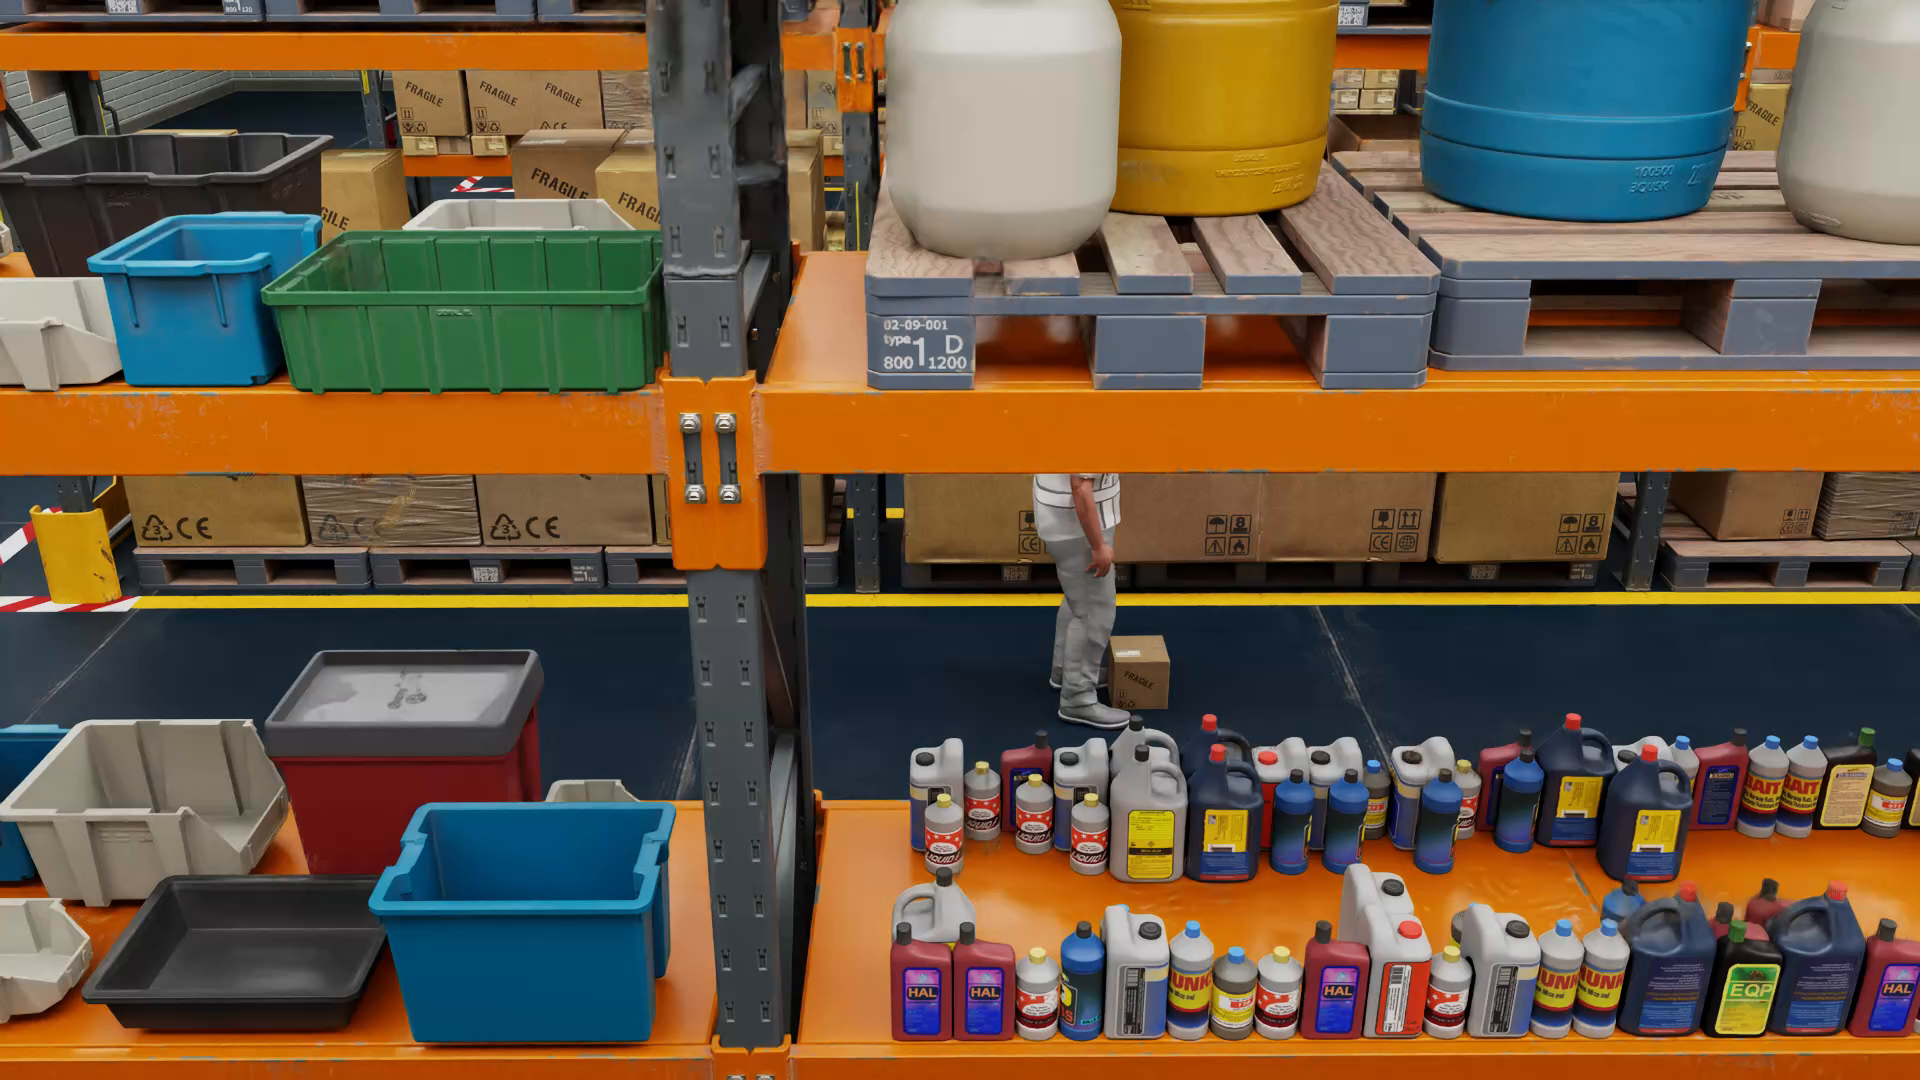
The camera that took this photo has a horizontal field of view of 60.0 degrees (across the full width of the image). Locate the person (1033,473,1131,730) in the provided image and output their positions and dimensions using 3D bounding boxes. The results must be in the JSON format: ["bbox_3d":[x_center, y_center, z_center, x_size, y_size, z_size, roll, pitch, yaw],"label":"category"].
[{"bbox_3d":[0.540,-0.071,7.250,0.441,1.748,0.587,0,24,-1],"label":"person"}]
